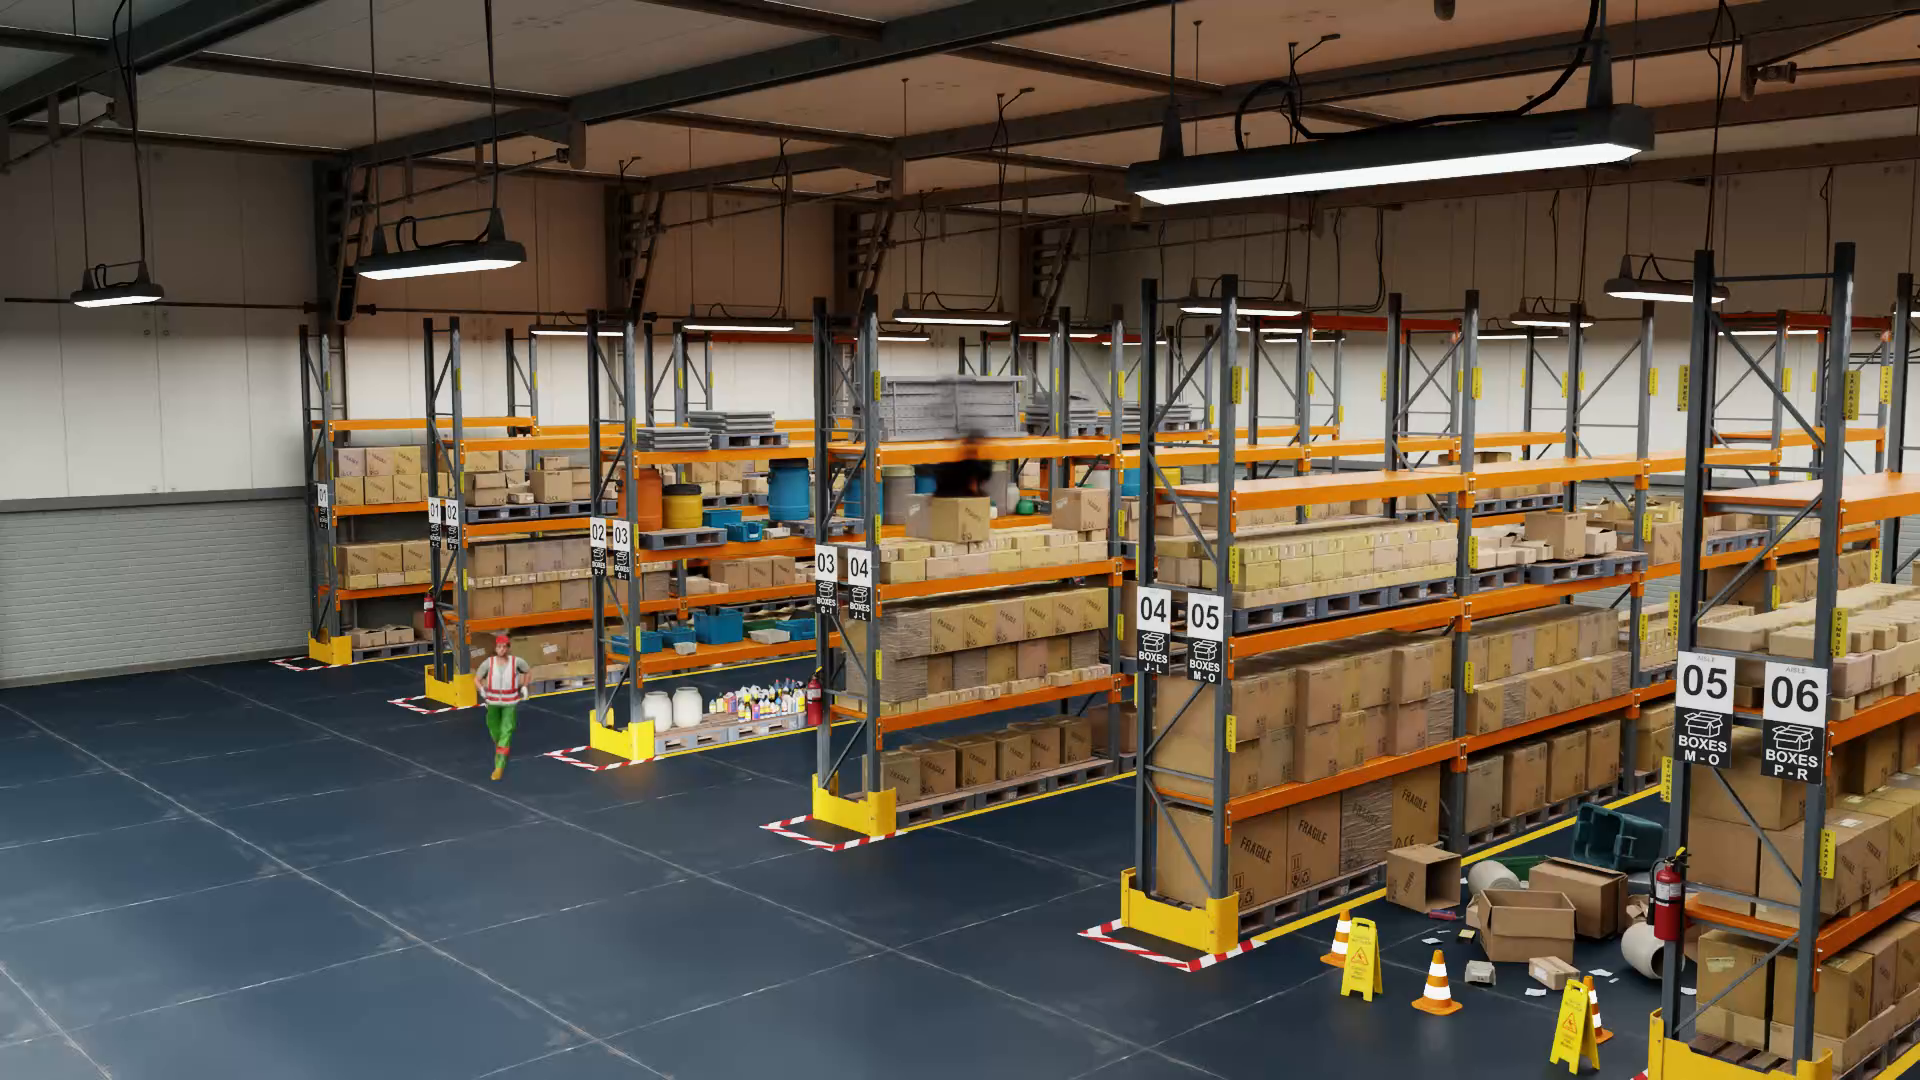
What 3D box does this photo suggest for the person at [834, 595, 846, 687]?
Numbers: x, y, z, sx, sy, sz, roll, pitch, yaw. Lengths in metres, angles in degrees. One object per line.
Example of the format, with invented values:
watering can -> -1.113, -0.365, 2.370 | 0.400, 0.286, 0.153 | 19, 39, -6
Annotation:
person -> -2.019, 1.661, 27.067 | 0.538, 1.549, 0.608 | 6, 8, 44

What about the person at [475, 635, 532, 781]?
person -> -5.892, 2.111, 21.370 | 0.672, 1.786, 1.003 | -1, 6, -6
